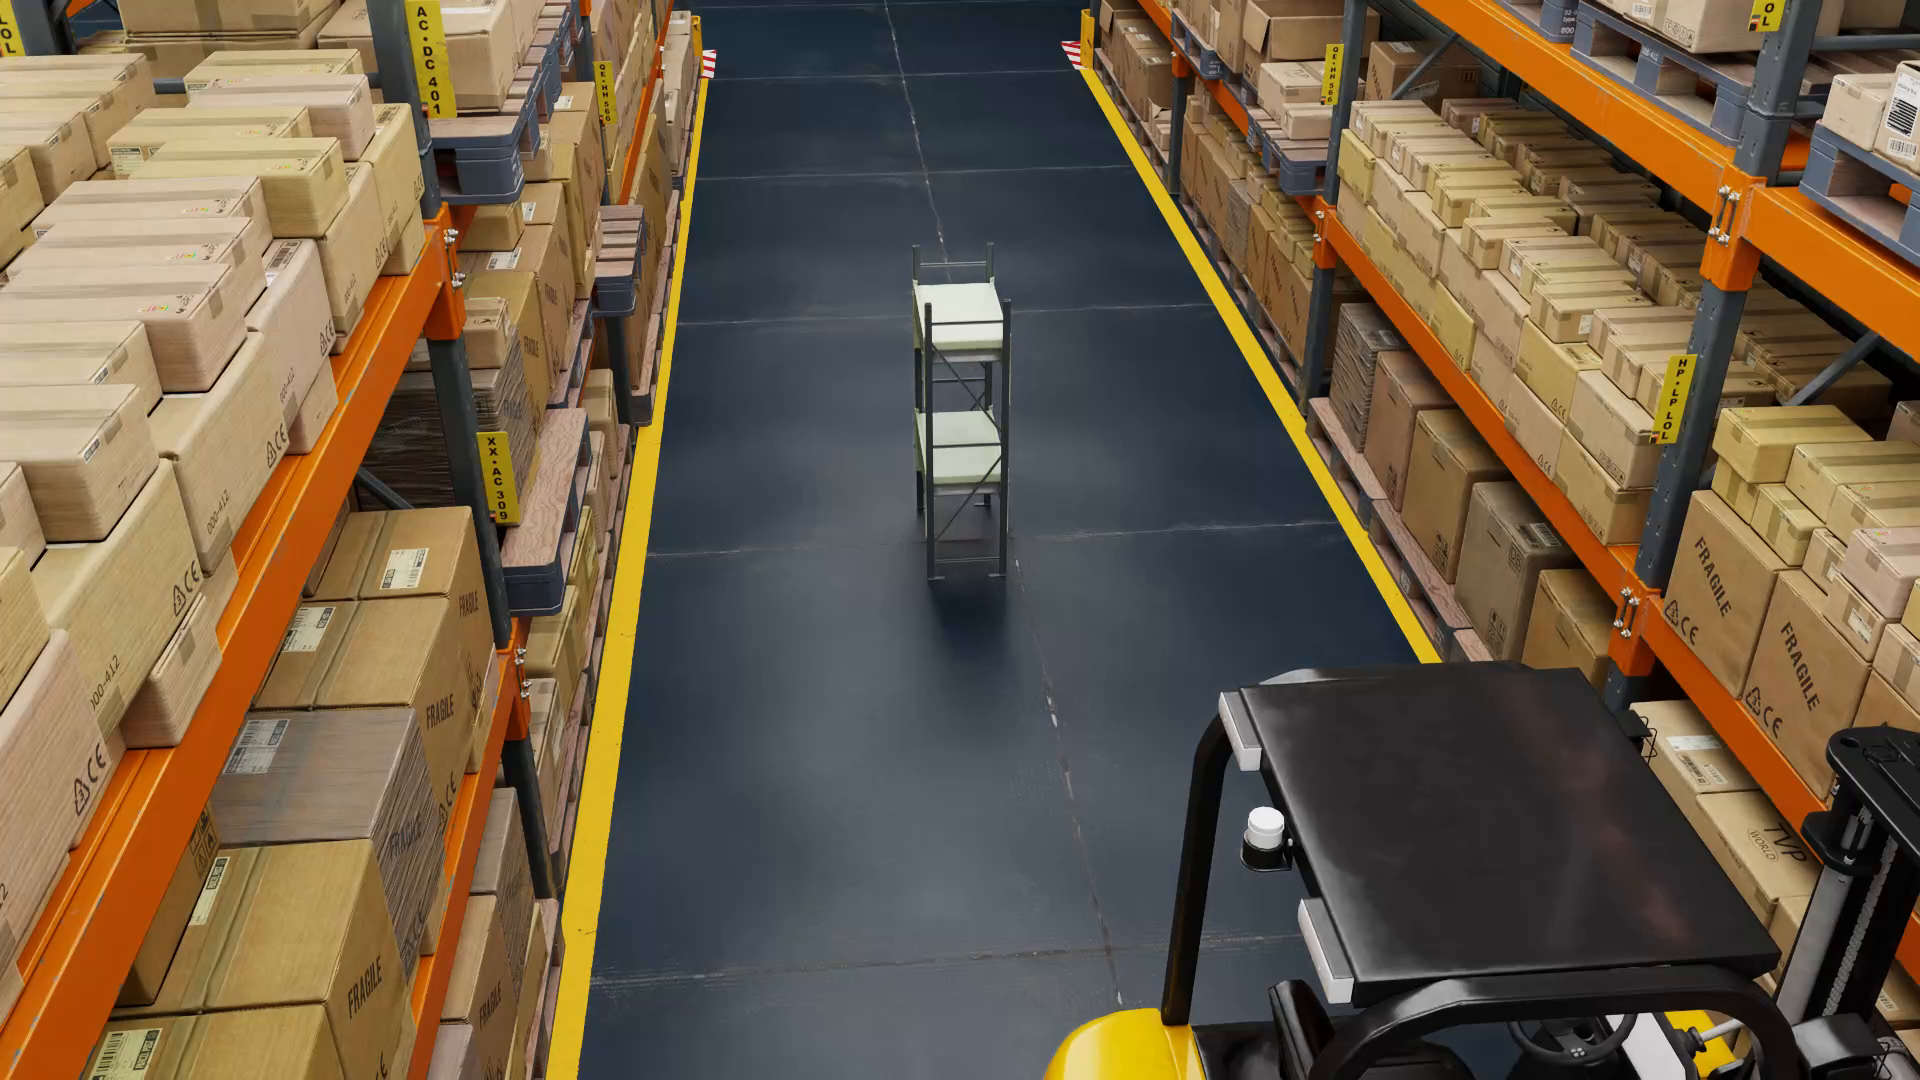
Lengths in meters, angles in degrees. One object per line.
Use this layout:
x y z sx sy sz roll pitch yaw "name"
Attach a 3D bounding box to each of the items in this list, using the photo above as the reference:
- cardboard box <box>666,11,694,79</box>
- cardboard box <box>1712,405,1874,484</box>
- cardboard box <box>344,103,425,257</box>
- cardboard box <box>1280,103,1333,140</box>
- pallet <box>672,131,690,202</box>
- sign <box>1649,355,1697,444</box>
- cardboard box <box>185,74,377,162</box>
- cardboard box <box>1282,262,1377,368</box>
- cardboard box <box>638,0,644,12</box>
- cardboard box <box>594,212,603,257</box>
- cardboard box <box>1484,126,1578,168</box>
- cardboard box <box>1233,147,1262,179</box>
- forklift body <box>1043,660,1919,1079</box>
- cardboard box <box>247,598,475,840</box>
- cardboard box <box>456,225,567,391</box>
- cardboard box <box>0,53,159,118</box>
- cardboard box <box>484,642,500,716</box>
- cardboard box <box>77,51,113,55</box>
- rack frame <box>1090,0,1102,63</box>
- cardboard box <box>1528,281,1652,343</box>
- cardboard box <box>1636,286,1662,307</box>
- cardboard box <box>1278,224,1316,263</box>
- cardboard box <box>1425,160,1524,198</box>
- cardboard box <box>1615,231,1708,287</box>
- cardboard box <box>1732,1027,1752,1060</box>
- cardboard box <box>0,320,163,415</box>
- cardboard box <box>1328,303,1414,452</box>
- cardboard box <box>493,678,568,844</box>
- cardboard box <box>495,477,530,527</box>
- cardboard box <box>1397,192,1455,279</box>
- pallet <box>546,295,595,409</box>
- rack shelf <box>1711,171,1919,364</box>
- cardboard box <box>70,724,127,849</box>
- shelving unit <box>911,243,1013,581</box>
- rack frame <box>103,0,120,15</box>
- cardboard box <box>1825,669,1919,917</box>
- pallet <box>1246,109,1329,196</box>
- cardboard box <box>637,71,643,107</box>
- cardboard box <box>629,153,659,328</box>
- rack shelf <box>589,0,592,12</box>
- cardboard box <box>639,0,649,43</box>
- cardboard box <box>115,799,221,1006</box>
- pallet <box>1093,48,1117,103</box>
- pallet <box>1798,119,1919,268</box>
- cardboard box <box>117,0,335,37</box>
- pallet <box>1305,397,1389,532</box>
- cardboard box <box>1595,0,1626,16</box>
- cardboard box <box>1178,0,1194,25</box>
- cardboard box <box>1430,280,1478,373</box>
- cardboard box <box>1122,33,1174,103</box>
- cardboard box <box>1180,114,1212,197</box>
-2.976 -4.671 15.734 0.875 0.438 0.875 -4 31 -6 "cardboard box"
2.660 -0.308 5.321 0.380 0.149 0.250 -2 31 -4 "cardboard box"
-1.707 -0.934 4.320 0.500 0.250 0.500 -3 31 -5 "cardboard box"
2.108 -2.468 9.792 0.380 0.149 0.250 -2 31 -4 "cardboard box"
-2.757 -3.076 13.693 1.003 0.211 1.213 -3 31 -5 "pallet"
2.386 -0.468 5.557 0.100 0.325 0.005 -3 31 -5 "sign"
-1.669 -1.038 4.105 0.380 0.149 0.250 -3 31 -6 "cardboard box"
2.298 -1.391 10.182 0.500 0.500 0.500 -2 31 -3 "cardboard box"
-2.416 -3.873 11.237 0.500 0.500 0.500 -2 31 -4 "cardboard box"
-1.960 -1.495 8.163 0.380 0.149 0.250 -3 31 -5 "cardboard box"
2.883 -1.980 8.410 0.380 0.149 0.250 -3 31 -5 "cardboard box"
2.131 -2.647 11.651 0.380 0.149 0.250 -2 31 -3 "cardboard box"
1.305 1.490 4.159 2.313 2.155 1.214 -3 31 -5 "forklift body"
-1.672 0.510 4.583 0.500 0.500 0.500 -2 31 -3 "cardboard box"
-1.855 -0.909 6.550 0.500 0.500 0.500 -3 31 -5 "cardboard box"
-2.312 -1.142 4.279 0.380 0.149 0.250 -3 31 -5 "cardboard box"
-1.683 0.461 5.298 0.380 0.149 0.250 -3 31 -5 "cardboard box"
-7.677 -4.196 14.639 0.380 0.149 0.250 -4 31 -7 "cardboard box"
1.804 -6.163 16.142 1.000 3.000 0.127 -3 31 -5 "rack frame"
2.503 -0.908 6.614 0.380 0.149 0.250 -4 31 -6 "cardboard box"
3.059 -0.977 7.120 0.500 0.250 0.500 -3 31 -6 "cardboard box"
2.197 -1.842 10.304 0.380 0.149 0.250 -4 31 -7 "cardboard box"
2.454 -1.697 7.936 0.380 0.149 0.250 -2 31 -4 "cardboard box"
3.039 -1.201 7.105 0.380 0.149 0.250 -3 31 -5 "cardboard box"
2.767 1.747 5.172 0.500 0.250 0.500 -2 31 -4 "cardboard box"
-1.584 -0.246 2.779 0.380 0.149 0.250 -2 31 -4 "cardboard box"
2.596 -0.920 9.271 0.875 0.625 0.625 -2 31 -3 "cardboard box"
-2.068 0.884 6.498 0.950 0.372 0.625 -2 31 -4 "cardboard box"
-1.753 -0.166 5.939 0.380 0.149 0.250 -2 31 -4 "cardboard box"
2.426 -1.467 7.939 0.500 0.250 0.500 -4 31 -6 "cardboard box"
-2.164 -0.748 7.264 1.003 0.211 1.213 -3 31 -5 "pallet"
3.112 0.006 3.591 1.077 0.370 4.000 -3 31 -5 "rack shelf"
-1.531 0.354 2.553 0.380 0.149 0.250 -4 31 -6 "cardboard box"
0.001 -0.640 8.360 0.431 1.500 0.755 -3 31 -5 "shelving unit"
-8.057 -5.634 15.258 1.000 3.000 0.127 -3 31 -5 "rack frame"
2.820 0.684 4.583 0.500 0.500 0.500 -3 31 -5 "cardboard box"
2.418 -2.339 9.927 1.213 0.211 1.003 -3 31 -5 "pallet"
-2.396 -3.081 11.129 0.500 0.250 0.500 -4 31 -6 "cardboard box"
-2.451 -1.919 10.700 0.875 0.875 0.875 -2 31 -4 "cardboard box"
-2.577 -3.839 10.028 1.077 0.370 4.000 -3 31 -5 "rack shelf"
-2.426 -3.563 11.448 0.500 0.250 0.500 -2 31 -3 "cardboard box"
-2.006 0.620 3.424 0.700 0.500 0.500 -3 31 -5 "cardboard box"
1.887 -4.520 16.111 1.003 0.211 1.213 -3 31 -5 "pallet"
3.031 -0.852 4.412 1.003 0.211 1.213 -3 31 -5 "pallet"
-2.197 -1.705 5.003 0.500 0.250 0.500 -2 31 -3 "cardboard box"
2.590 -0.459 9.313 1.003 0.211 1.213 -3 31 -5 "pallet"
2.520 -1.986 5.963 0.380 0.149 0.250 -3 31 -5 "cardboard box"
2.000 -4.086 12.159 0.700 0.500 0.500 -2 31 -3 "cardboard box"
2.494 -0.991 7.631 0.500 0.250 0.500 -2 31 -3 "cardboard box"
1.758 -4.240 14.952 0.500 0.500 0.500 -2 31 -4 "cardboard box"
1.999 -2.970 12.825 0.500 0.500 0.500 -1 31 -2 "cardboard box"
